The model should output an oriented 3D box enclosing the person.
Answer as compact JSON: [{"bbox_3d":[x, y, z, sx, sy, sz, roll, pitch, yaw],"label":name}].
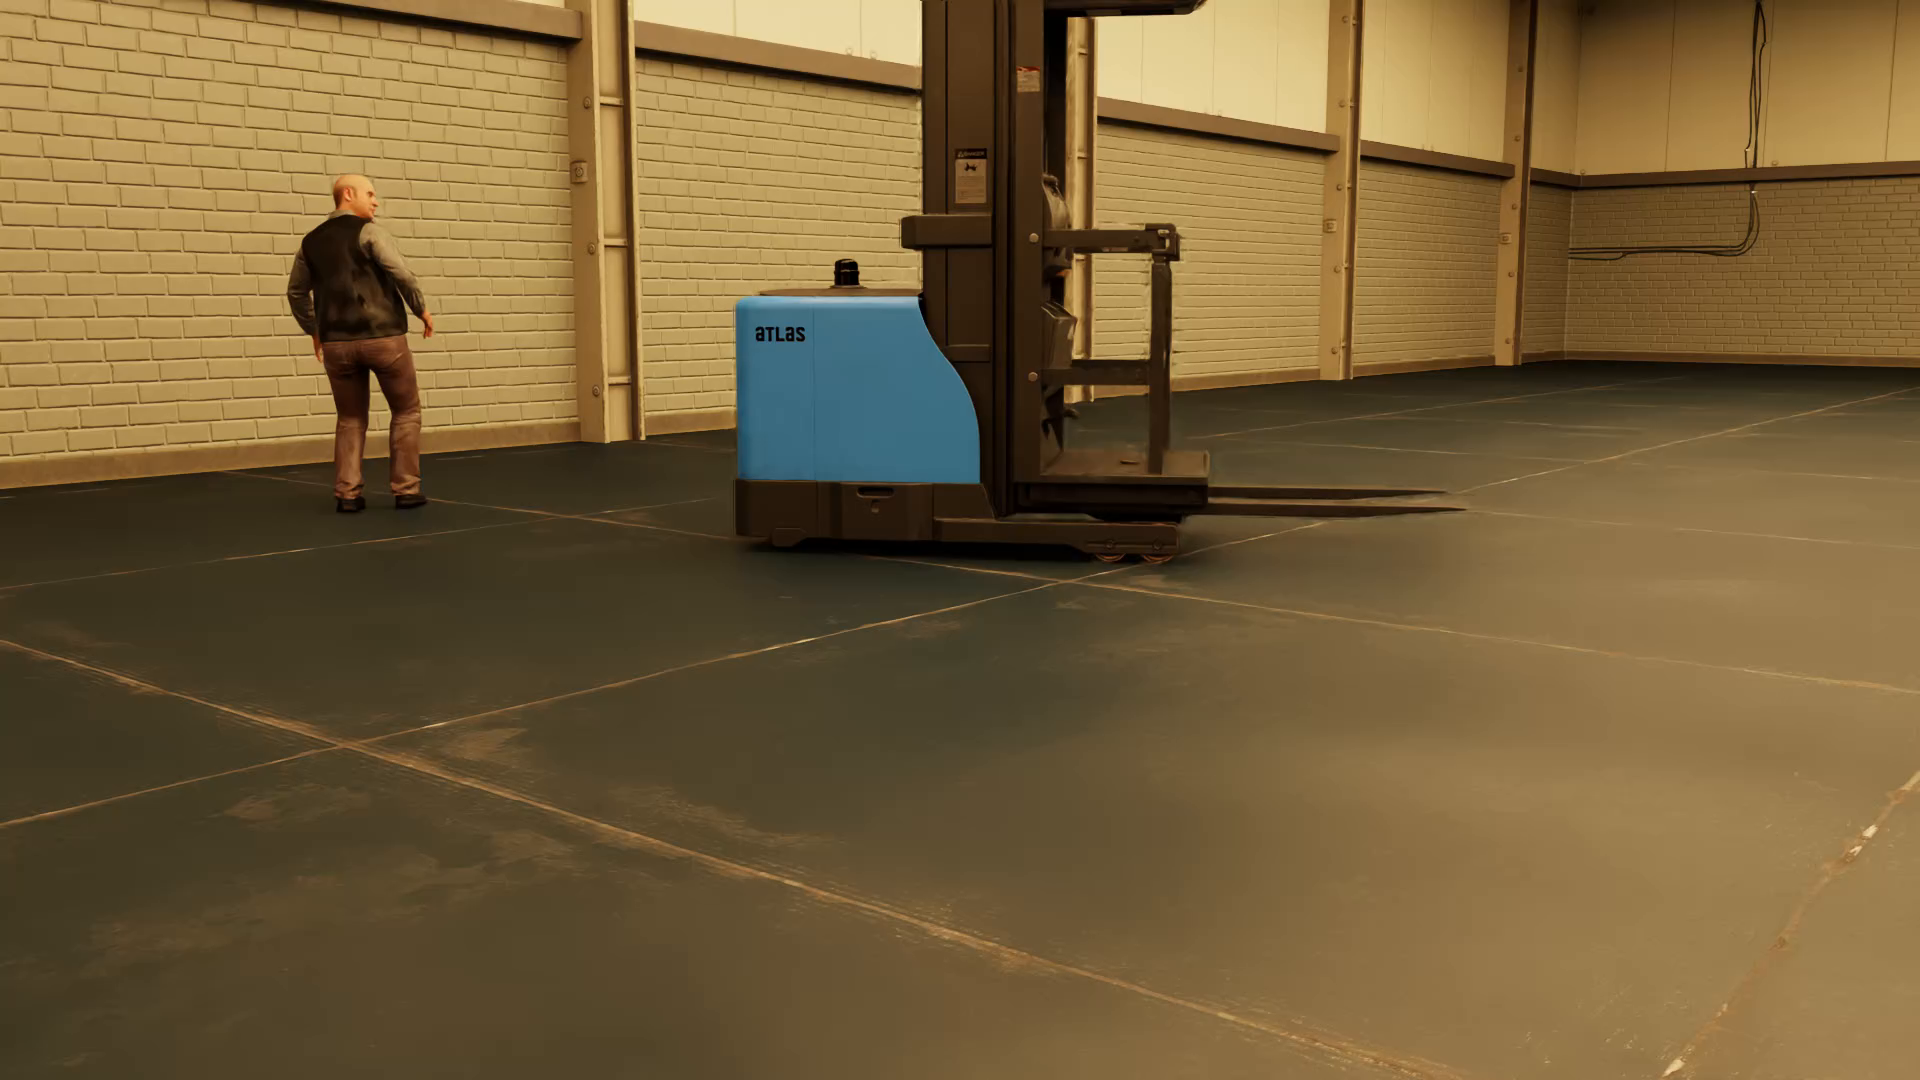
[{"bbox_3d":[-3.025,-0.992,8.414,0.731,1.687,0.516,1,8,8],"label":"person"}]

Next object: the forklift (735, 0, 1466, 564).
[{"bbox_3d":[0.604,-1.437,7.104,3.031,2.935,1.130,1,8,8],"label":"forklift"}]
